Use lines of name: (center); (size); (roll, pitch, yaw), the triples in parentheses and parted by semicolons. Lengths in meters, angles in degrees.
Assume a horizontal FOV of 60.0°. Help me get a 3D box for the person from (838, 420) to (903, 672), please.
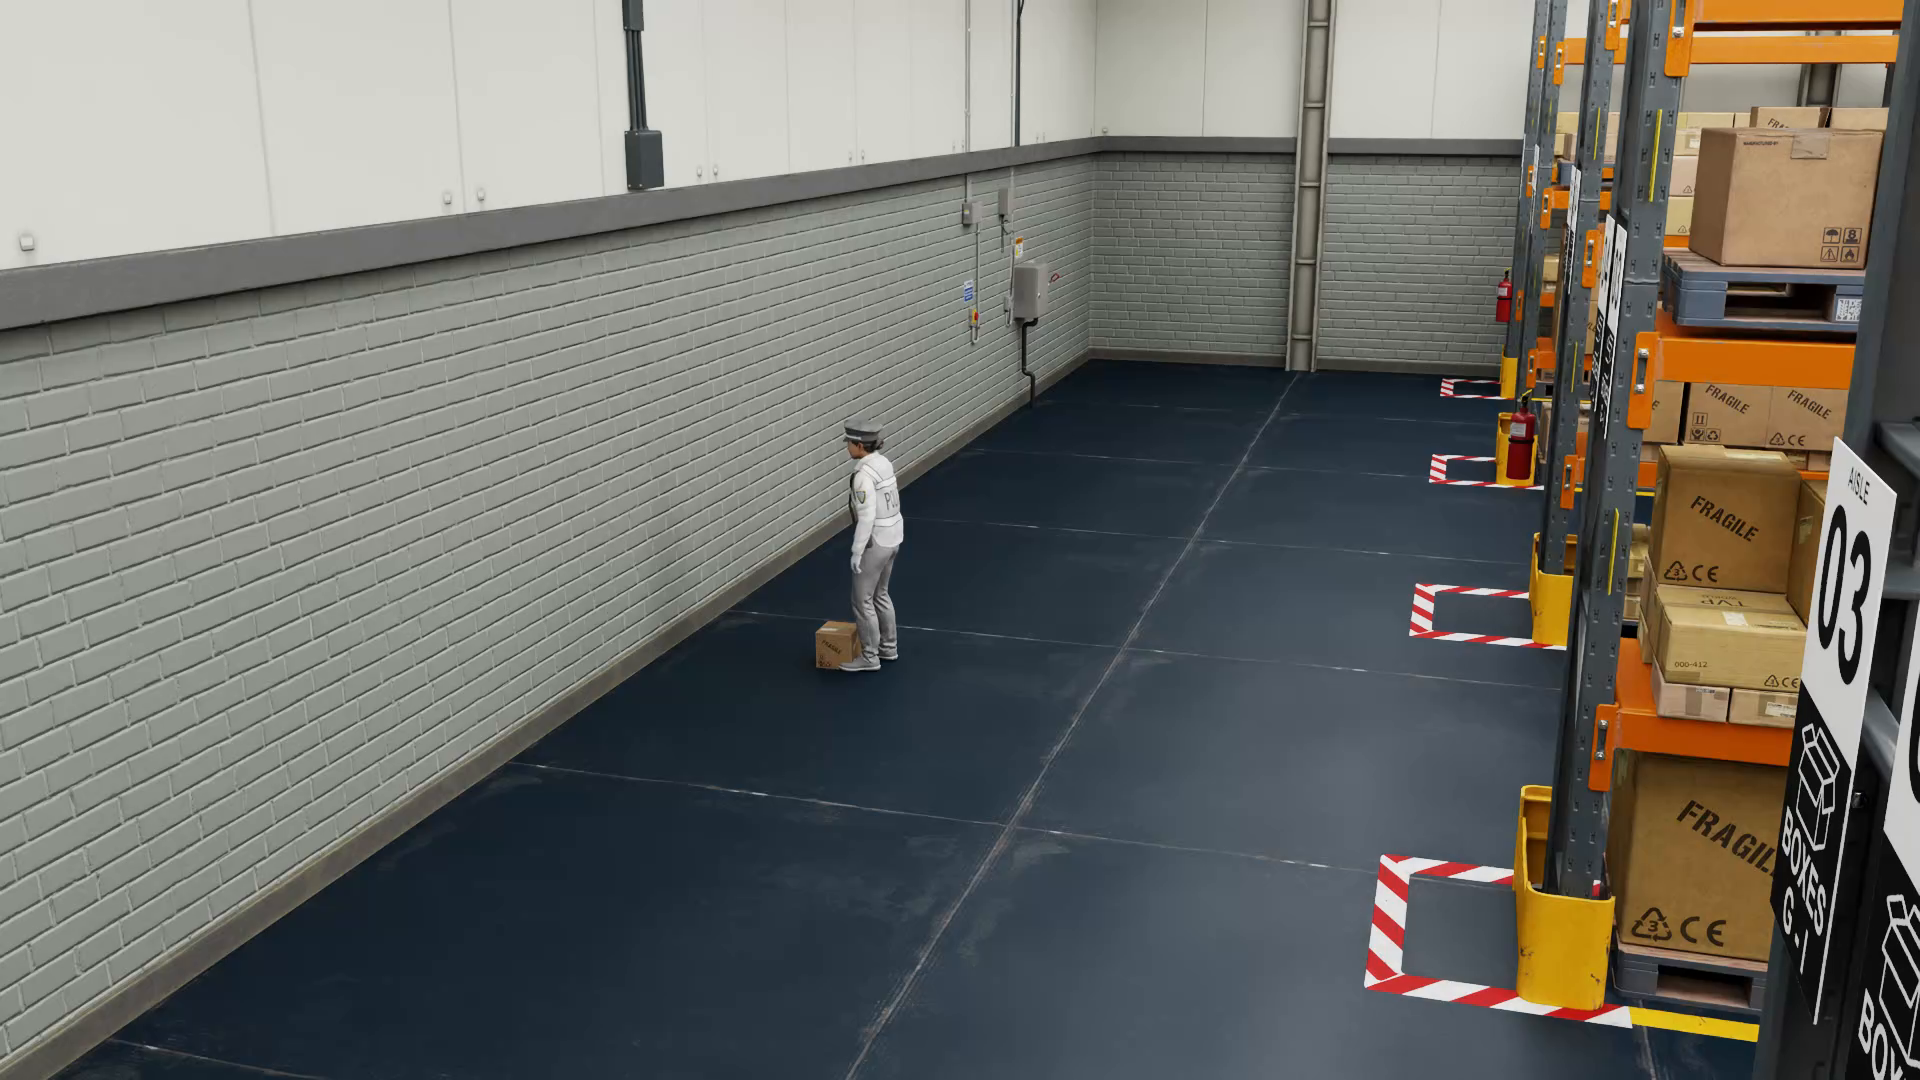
person: (-0.585, 0.038, 10.872); (0.405, 1.663, 0.530); (5, 16, 16)
